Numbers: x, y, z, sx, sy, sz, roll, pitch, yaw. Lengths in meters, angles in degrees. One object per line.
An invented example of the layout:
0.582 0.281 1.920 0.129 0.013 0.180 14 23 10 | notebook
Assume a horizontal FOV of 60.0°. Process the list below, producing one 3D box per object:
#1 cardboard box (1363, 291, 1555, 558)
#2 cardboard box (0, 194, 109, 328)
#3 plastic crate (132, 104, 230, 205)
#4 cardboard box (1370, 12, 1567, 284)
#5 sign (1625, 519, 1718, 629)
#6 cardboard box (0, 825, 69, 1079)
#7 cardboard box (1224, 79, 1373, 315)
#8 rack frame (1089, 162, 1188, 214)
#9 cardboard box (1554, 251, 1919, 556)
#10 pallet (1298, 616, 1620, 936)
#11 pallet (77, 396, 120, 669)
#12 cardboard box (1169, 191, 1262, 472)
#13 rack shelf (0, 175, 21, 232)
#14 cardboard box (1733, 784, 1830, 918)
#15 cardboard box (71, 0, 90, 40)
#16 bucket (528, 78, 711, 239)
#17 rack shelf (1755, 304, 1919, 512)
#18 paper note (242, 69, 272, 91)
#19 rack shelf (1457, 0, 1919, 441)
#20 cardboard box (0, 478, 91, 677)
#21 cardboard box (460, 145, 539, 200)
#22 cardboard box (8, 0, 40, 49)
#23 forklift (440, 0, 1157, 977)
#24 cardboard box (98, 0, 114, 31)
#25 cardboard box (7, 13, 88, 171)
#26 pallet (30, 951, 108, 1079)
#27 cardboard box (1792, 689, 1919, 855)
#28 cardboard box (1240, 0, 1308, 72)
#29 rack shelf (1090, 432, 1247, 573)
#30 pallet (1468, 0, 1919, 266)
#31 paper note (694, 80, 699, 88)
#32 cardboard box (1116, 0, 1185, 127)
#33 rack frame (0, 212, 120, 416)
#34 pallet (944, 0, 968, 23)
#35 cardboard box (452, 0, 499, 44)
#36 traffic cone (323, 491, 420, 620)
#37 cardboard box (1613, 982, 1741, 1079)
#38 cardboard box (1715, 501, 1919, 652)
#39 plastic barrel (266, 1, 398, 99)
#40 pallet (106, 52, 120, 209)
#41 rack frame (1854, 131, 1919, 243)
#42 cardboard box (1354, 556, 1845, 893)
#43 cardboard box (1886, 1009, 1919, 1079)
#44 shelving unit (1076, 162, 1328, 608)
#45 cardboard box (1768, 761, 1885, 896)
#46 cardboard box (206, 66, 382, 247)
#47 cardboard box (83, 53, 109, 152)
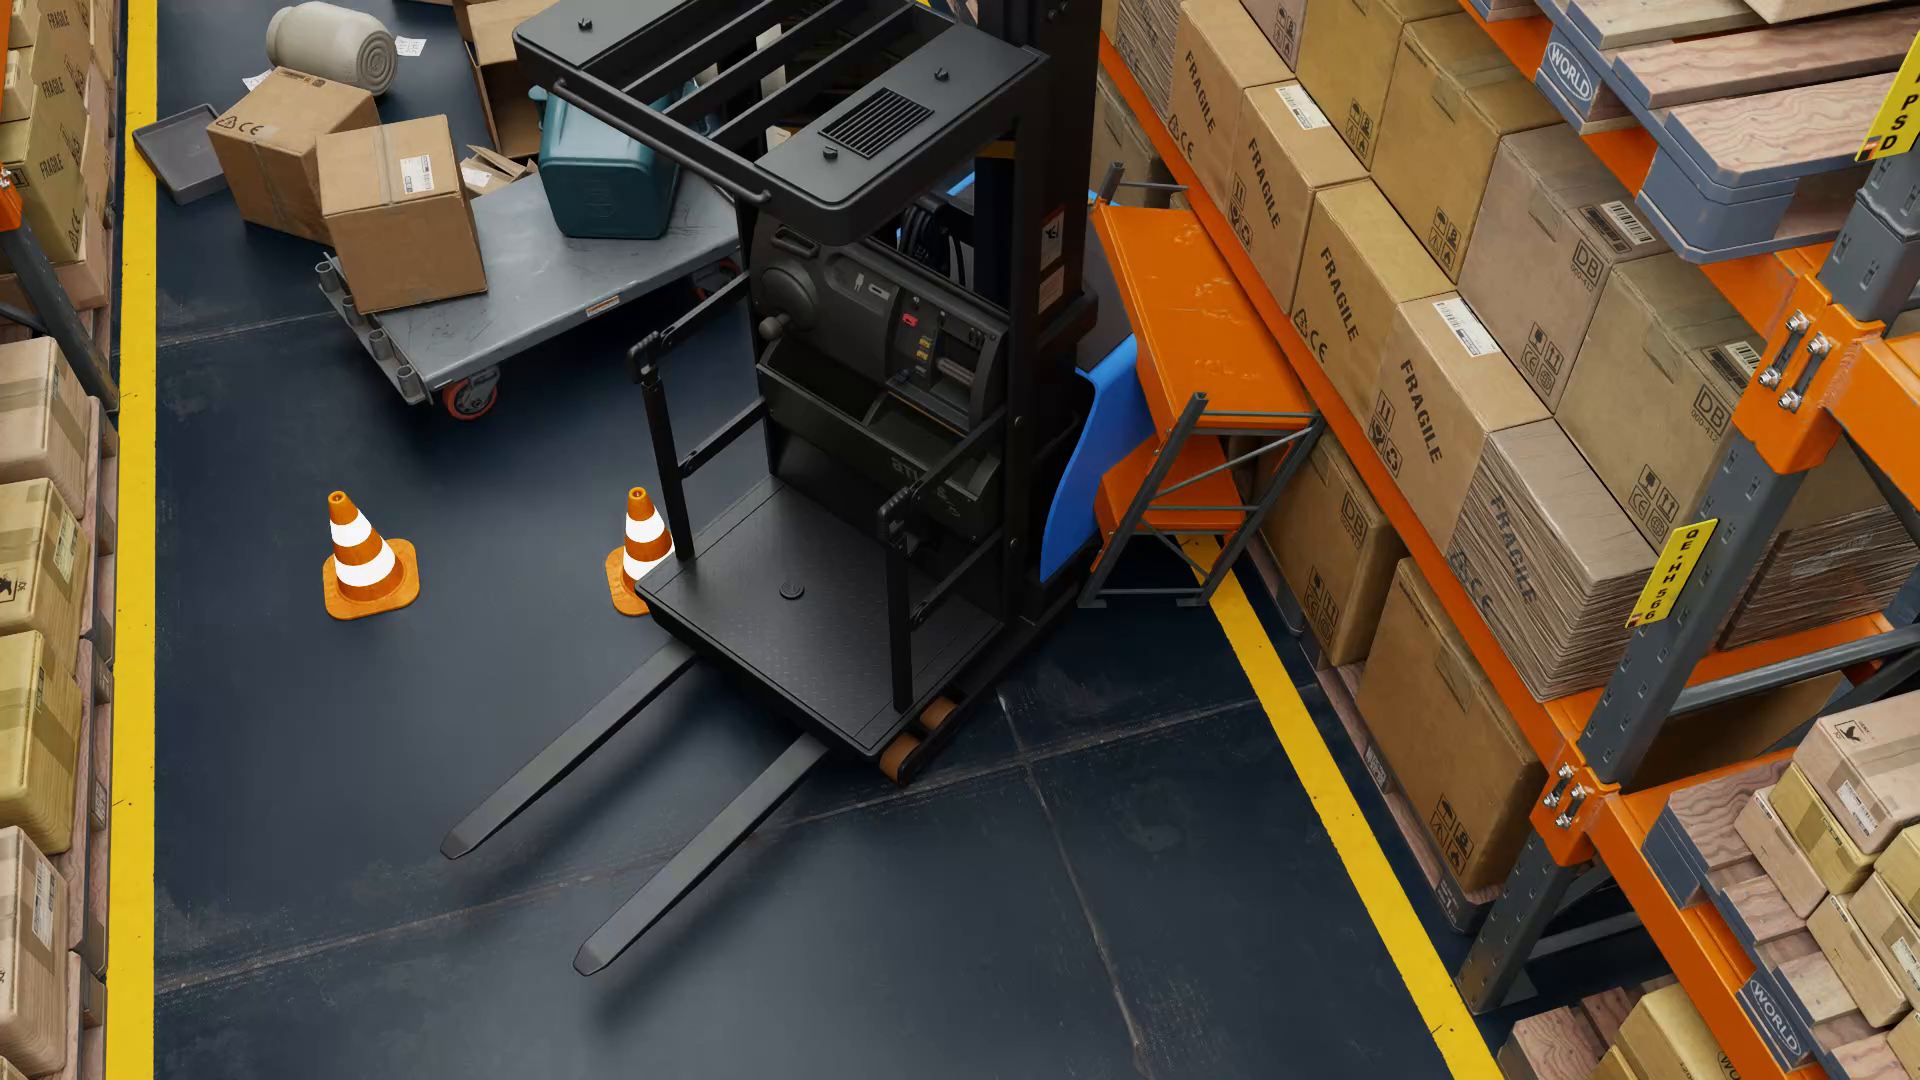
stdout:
1.475 -0.346 4.514 0.500 0.500 0.500 -13 51 -11 | cardboard box
-3.788 -1.150 6.782 0.500 0.250 0.500 -15 52 -13 | cardboard box
-3.552 -1.800 7.715 0.402 0.080 0.583 -30 56 -23 | plastic crate
1.583 -1.109 4.503 0.700 0.500 0.500 -14 51 -12 | cardboard box
1.481 0.074 3.469 0.100 0.325 0.005 -13 51 -11 | sign
-3.072 1.272 4.660 0.950 0.372 0.625 -14 51 -12 | cardboard box
1.171 -1.084 5.137 0.500 0.500 0.500 -13 51 -10 | cardboard box
0.599 -0.926 6.078 0.500 1.125 0.032 0 54 -19 | rack frame
1.887 -0.366 3.877 0.700 0.500 0.500 -14 51 -11 | cardboard box
1.849 0.625 5.585 1.003 0.211 1.213 -13 51 -11 | pallet
-3.639 0.058 6.063 1.003 0.211 1.213 -13 51 -11 | pallet
1.379 -0.874 6.222 1.050 0.750 0.750 -13 51 -11 | cardboard box
-3.280 0.283 4.520 1.077 0.370 4.000 -13 51 -11 | rack shelf
1.950 0.637 3.641 0.380 0.149 0.250 -14 51 -11 | cardboard box
-4.268 -2.545 7.467 0.500 0.500 0.500 -14 51 -12 | cardboard box
-1.415 -1.615 6.797 0.726 0.611 0.620 2 60 2 | bucket
2.602 1.045 1.916 1.077 0.370 4.000 -13 51 -11 | rack shelf
-3.405 -2.235 8.114 0.142 0.019 0.148 -30 56 -23 | paper note
1.419 -1.877 4.379 1.077 0.370 4.000 -13 51 -11 | rack shelf
-3.498 0.209 5.556 0.950 0.372 0.625 -10 51 -9 | cardboard box
-2.062 -1.608 7.432 0.396 0.266 0.258 26 55 20 | cardboard box
-3.921 -2.081 6.651 0.380 0.149 0.250 -12 51 -10 | cardboard box
-0.397 -0.575 4.818 1.130 2.935 3.031 32 57 24 | forklift
-4.412 -2.670 8.063 0.500 0.250 0.500 -13 51 -11 | cardboard box
-3.957 -1.780 6.822 0.500 0.500 0.500 -11 51 -10 | cardboard box
-2.918 1.840 4.561 1.003 0.211 1.213 -13 51 -11 | pallet
1.963 0.458 3.403 0.380 0.149 0.250 -13 51 -11 | cardboard box
1.283 -1.851 5.129 0.700 0.500 0.500 -13 51 -11 | cardboard box
0.633 -0.371 5.982 0.538 0.278 1.000 0 54 -19 | rack shelf
1.769 -1.045 3.331 1.213 0.211 1.003 -11 51 -9 | pallet
-1.322 -2.221 8.107 0.172 0.023 0.155 2 50 2 | paper note
0.876 -1.821 5.758 0.500 0.500 0.500 -13 51 -11 | cardboard box
-3.871 -1.409 5.476 1.000 3.000 0.127 -13 51 -11 | rack frame
0.313 -3.169 8.784 1.003 0.211 1.213 -13 51 -11 | pallet
-2.116 -2.816 8.295 0.637 0.503 0.797 26 55 20 | cardboard box
-2.167 -0.003 5.949 0.336 0.463 0.334 -13 51 -11 | traffic cone
1.983 1.306 4.057 0.500 0.250 0.500 -15 52 -13 | cardboard box
2.136 -0.102 4.309 0.500 0.500 0.500 -13 51 -11 | cardboard box
-2.997 -2.334 7.941 0.512 0.421 0.421 18 52 14 | plastic barrel
-4.468 -1.886 7.702 1.003 0.211 1.213 -13 51 -11 | pallet
2.011 -1.615 1.725 1.000 3.000 0.127 -13 51 -11 | rack frame
1.916 0.444 5.111 1.050 0.750 0.750 -14 51 -11 | cardboard box
2.109 1.030 3.309 0.380 0.149 0.250 -11 51 -9 | cardboard box
0.698 -0.515 5.795 0.538 1.125 1.048 0 54 -19 | shelving unit
1.962 0.567 3.505 0.380 0.149 0.250 -11 51 -9 | cardboard box
-2.888 -1.695 7.350 0.500 0.500 0.500 18 52 14 | cardboard box
-4.116 -1.925 7.434 0.500 0.250 0.500 -14 51 -11 | cardboard box
